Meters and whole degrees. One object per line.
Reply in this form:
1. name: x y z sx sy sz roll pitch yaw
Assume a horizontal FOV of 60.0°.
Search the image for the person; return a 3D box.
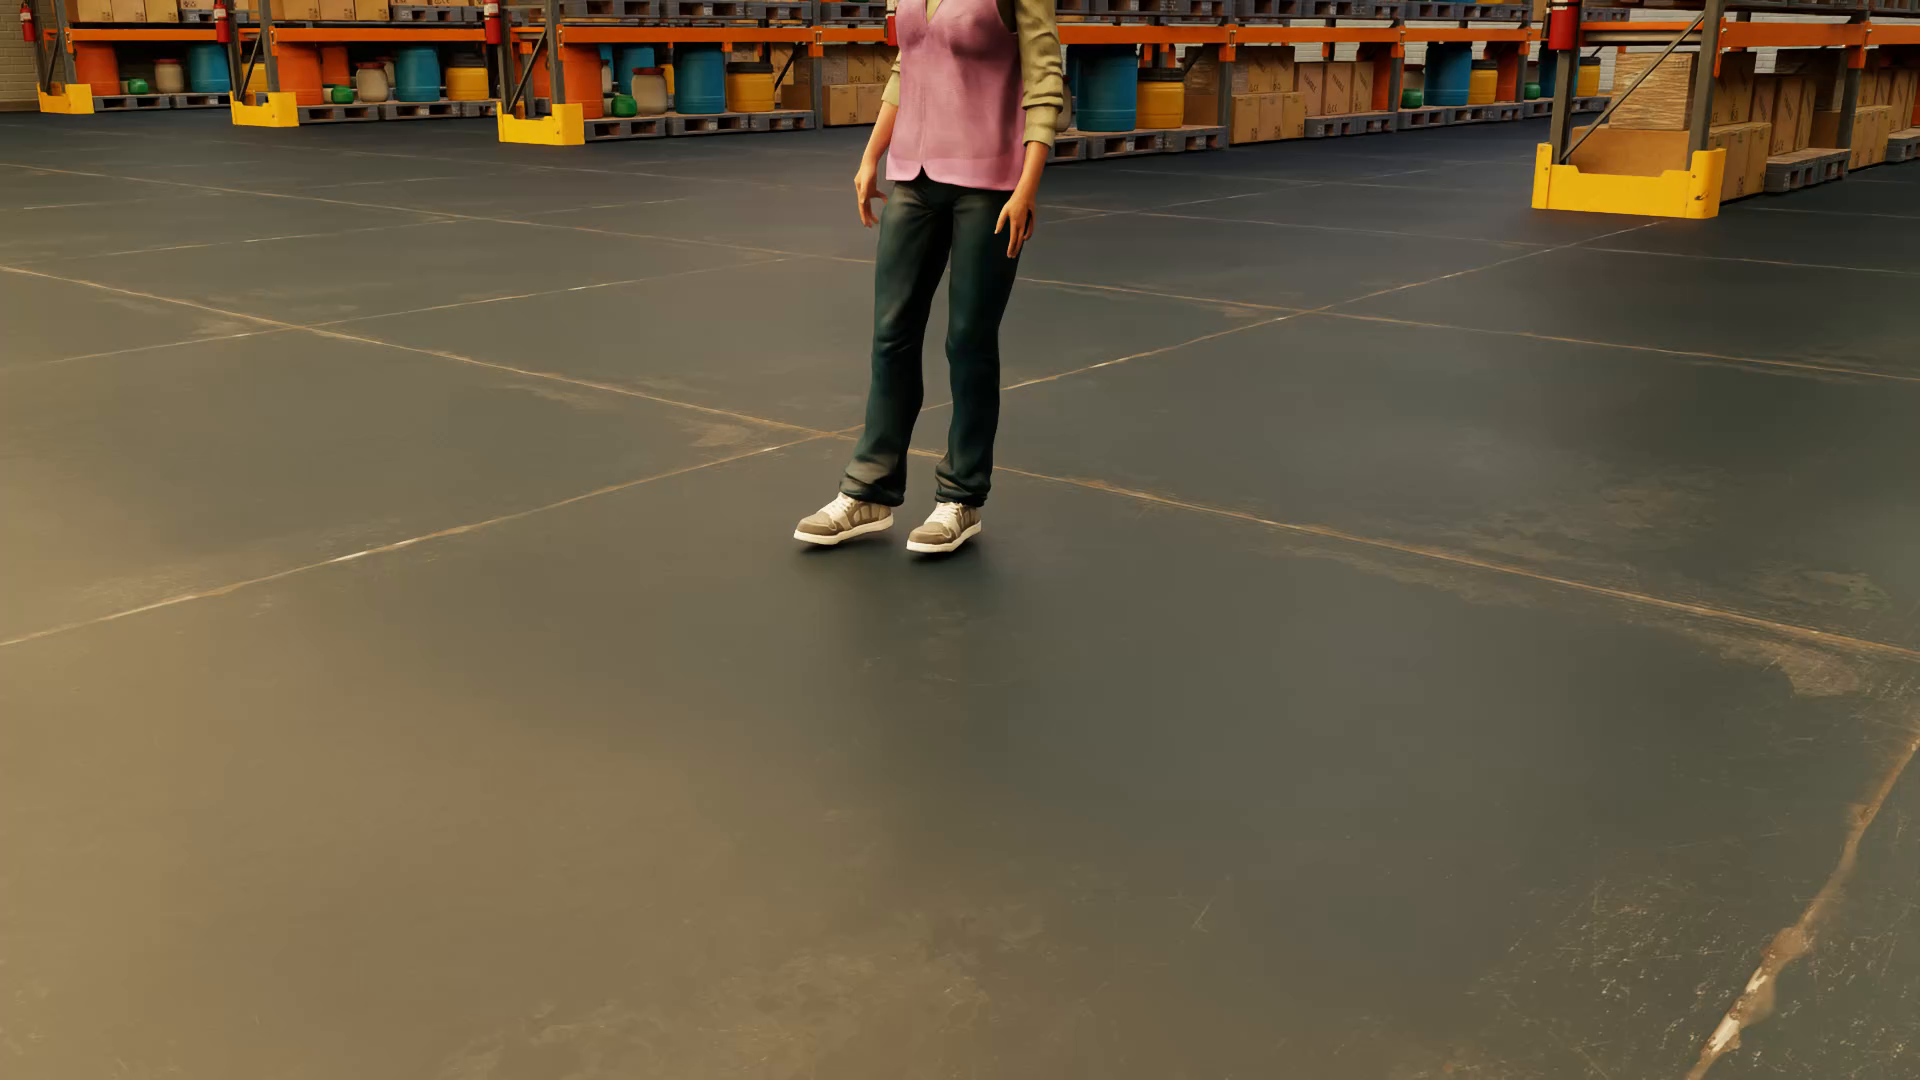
1. person: -0.058 -0.757 3.662 0.520 1.597 0.476 13 21 37
